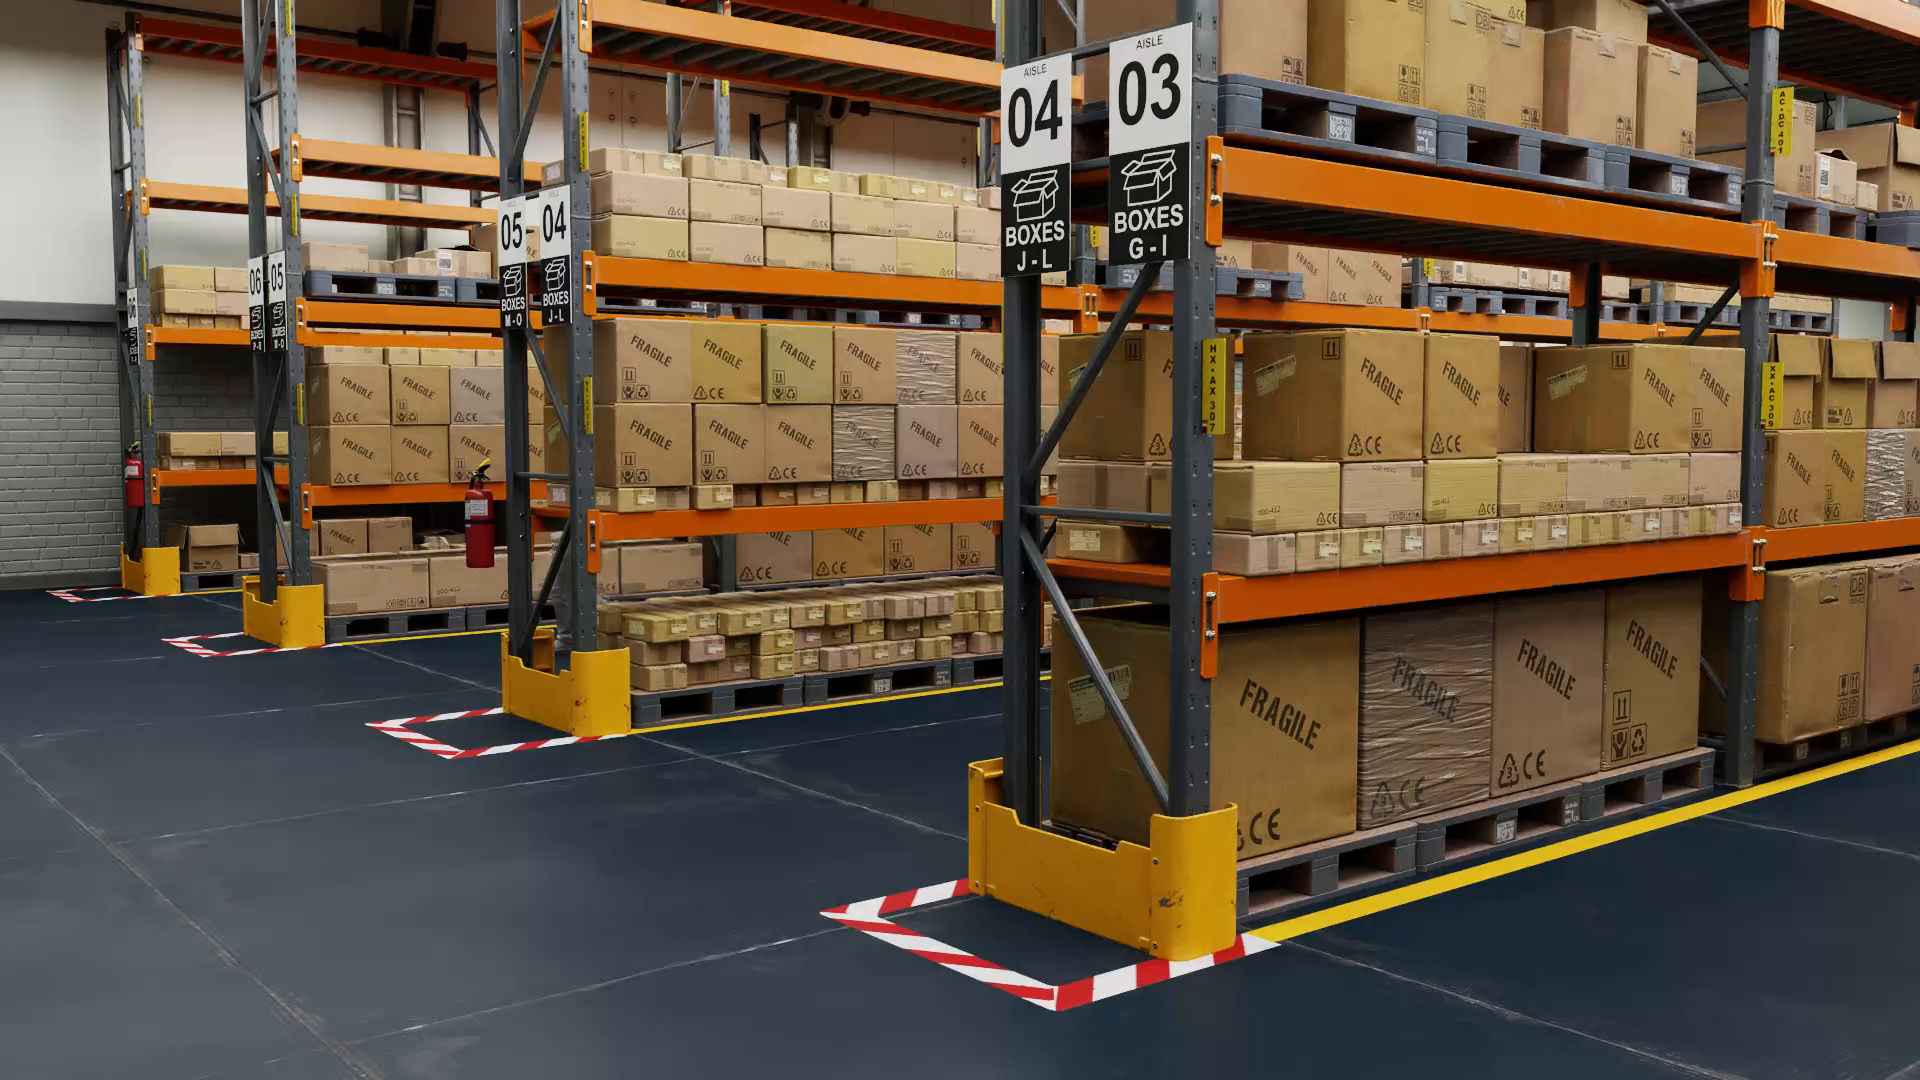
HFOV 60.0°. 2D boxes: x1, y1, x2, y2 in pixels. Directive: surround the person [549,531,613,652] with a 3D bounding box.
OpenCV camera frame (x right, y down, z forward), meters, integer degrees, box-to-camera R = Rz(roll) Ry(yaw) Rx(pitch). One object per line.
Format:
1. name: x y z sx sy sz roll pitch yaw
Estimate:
1. person: -3.024 -0.004 13.157 0.647 1.753 0.538 -1 4 -17
